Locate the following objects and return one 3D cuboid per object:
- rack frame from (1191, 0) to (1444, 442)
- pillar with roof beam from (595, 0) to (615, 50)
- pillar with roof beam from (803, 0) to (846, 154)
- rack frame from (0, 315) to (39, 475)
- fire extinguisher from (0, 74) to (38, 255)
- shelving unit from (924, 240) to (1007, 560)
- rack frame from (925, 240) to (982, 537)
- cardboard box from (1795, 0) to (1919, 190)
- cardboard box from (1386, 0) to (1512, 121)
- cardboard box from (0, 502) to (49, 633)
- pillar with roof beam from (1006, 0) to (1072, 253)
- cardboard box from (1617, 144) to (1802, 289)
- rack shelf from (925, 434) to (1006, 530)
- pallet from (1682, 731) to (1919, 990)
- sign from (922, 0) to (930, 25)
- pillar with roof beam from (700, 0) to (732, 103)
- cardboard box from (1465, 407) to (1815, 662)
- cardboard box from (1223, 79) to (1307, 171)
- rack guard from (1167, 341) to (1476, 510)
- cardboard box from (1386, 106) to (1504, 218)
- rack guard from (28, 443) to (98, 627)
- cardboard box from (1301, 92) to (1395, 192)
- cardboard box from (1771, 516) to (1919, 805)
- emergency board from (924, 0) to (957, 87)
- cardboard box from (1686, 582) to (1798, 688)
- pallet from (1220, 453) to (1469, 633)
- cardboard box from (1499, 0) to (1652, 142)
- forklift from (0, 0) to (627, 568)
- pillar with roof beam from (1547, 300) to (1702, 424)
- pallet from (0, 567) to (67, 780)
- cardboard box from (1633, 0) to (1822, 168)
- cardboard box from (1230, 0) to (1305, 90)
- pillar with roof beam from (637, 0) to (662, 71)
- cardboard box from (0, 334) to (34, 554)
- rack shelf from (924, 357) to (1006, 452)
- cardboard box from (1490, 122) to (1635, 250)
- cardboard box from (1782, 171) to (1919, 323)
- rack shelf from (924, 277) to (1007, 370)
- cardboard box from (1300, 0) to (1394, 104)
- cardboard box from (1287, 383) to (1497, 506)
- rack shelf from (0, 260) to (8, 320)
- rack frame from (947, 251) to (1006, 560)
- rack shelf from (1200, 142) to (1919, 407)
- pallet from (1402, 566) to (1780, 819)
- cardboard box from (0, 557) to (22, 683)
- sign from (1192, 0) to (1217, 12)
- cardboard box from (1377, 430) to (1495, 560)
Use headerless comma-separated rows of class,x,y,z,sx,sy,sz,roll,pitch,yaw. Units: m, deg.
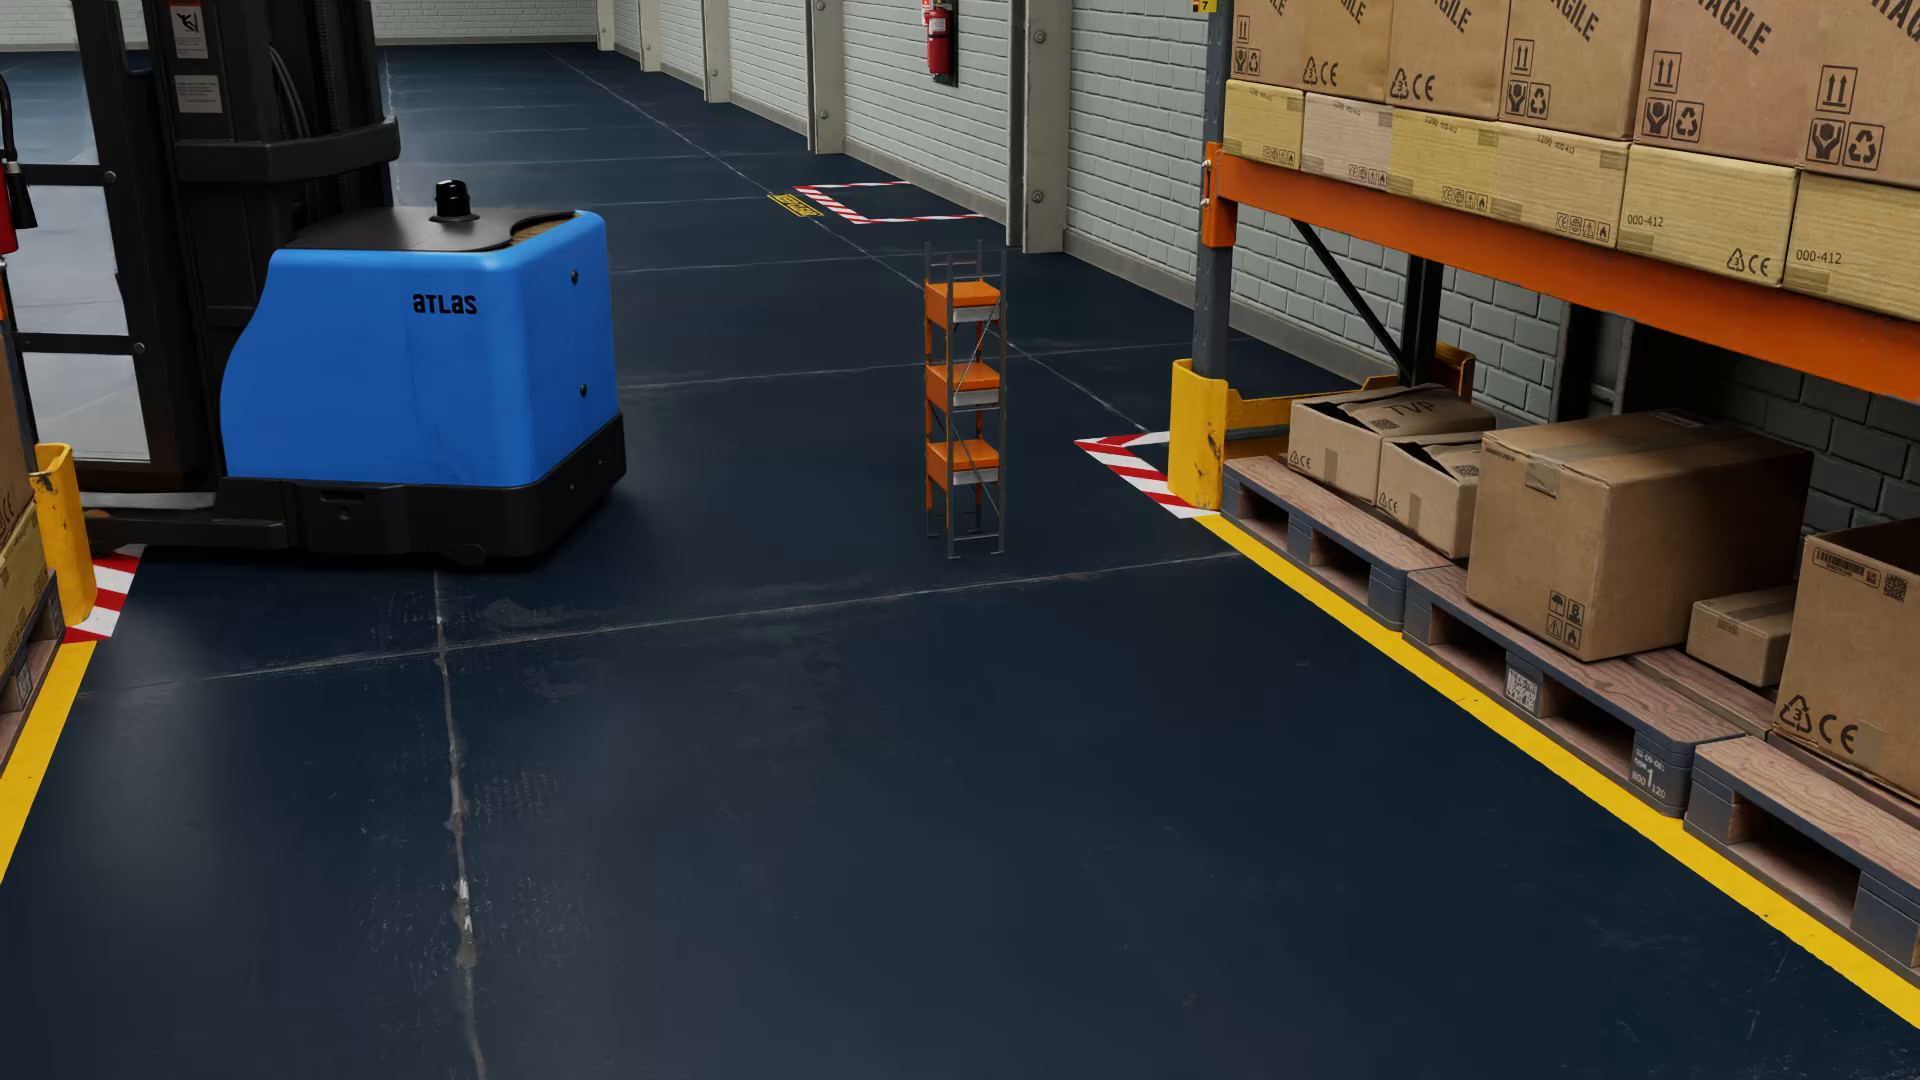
rack frame,1.376,-1.658,6.095,1.000,3.000,0.127,-6,21,-17
pillar with roof beam,-11.099,-13.518,30.241,9.100,9.000,0.400,-6,21,-17
pillar with roof beam,-5.441,-7.742,14.159,9.100,9.000,0.400,-6,21,-17
rack frame,-3.326,-1.130,4.626,1.000,3.000,0.127,-6,21,-17
fire extinguisher,-2.922,-1.181,4.882,0.296,0.674,0.183,-6,21,-17
shelving unit,0.017,-0.477,5.691,0.215,1.050,0.252,-6,21,-17
rack frame,-0.022,-0.516,5.800,0.200,1.050,0.008,-6,21,-17
cardboard box,2.029,-0.944,3.192,0.500,0.500,0.500,-7,21,-18
cardboard box,1.543,-1.438,4.567,0.500,0.500,0.500,-7,21,-19
cardboard box,-2.877,0.107,4.628,0.500,0.250,0.500,-6,21,-17
pillar with roof beam,-3.556,-5.817,8.798,9.100,9.000,0.400,-6,21,-17
cardboard box,1.875,-0.753,3.769,0.500,0.250,0.500,-7,21,-18
rack shelf,0.017,-0.205,5.789,0.215,0.259,0.240,-6,21,-17
pallet,2.388,0.726,3.582,1.003,0.211,1.213,-6,21,-17
sign,-0.285,-4.453,13.824,0.001,0.329,0.234,-6,21,-17
pillar with roof beam,-7.327,-9.667,19.520,9.100,9.000,0.400,-6,21,-17
cardboard box,1.870,-0.033,4.619,0.700,0.500,0.500,-8,21,-21
cardboard box,1.228,-1.406,5.587,0.500,0.250,0.500,-7,21,-19
rack guard,1.400,-0.457,6.450,1.175,0.500,0.348,-6,21,-17
cardboard box,1.559,-1.077,4.670,0.500,0.250,0.500,-7,21,-18
rack guard,-3.333,0.038,5.070,1.175,0.500,0.348,-6,21,-17
cardboard box,1.405,-1.241,5.127,0.500,0.250,0.500,-7,21,-19
cardboard box,2.269,0.266,3.785,0.500,0.500,0.500,-8,21,-21
emergency board,-0.209,-4.248,13.305,0.194,1.169,0.643,-6,21,-17
cardboard box,2.149,0.245,4.364,0.380,0.149,0.250,-8,21,-22
pallet,1.622,-0.057,5.762,1.003,0.211,1.213,-6,21,-17
cardboard box,1.716,-1.274,4.109,0.500,0.500,0.500,-6,21,-16
forklift,-2.845,-1.490,5.728,3.031,2.935,1.130,2,20,7
pillar with roof beam,-1.670,-3.891,3.438,9.100,9.000,0.400,-6,21,-17
pallet,-3.045,0.423,4.427,1.003,0.211,1.213,-6,21,-17
cardboard box,1.881,-1.107,3.645,0.500,0.500,0.500,-7,21,-19
cardboard box,1.241,-1.765,5.475,0.500,0.500,0.500,-6,21,-17
pillar with roof beam,-9.213,-11.593,24.880,9.100,9.000,0.400,-6,21,-17
cardboard box,-2.875,-0.246,4.502,0.500,0.500,0.500,-6,21,-17
rack shelf,0.017,-0.467,5.695,0.215,0.259,0.240,-6,21,-17
cardboard box,1.716,-0.915,4.218,0.500,0.250,0.500,-6,21,-17
cardboard box,2.048,-0.594,3.324,0.500,0.250,0.500,-6,21,-17
rack shelf,0.017,-0.734,5.599,0.215,0.259,0.240,-6,21,-17
cardboard box,1.386,-1.605,5.030,0.500,0.500,0.500,-6,21,-17
cardboard box,1.508,-0.368,5.830,0.500,0.311,0.500,-9,22,-23
rack shelf,-2.697,-0.150,2.961,1.077,0.370,4.000,-6,21,-17
rack frame,0.055,-0.438,5.582,0.200,1.050,0.008,-6,21,-17
rack shelf,2.004,-0.678,4.430,1.077,0.370,4.000,-6,21,-17
pallet,2.001,0.334,4.674,1.003,0.211,1.213,-6,21,-17
cardboard box,-2.708,0.266,4.185,0.500,0.250,0.500,-6,21,-17
sign,0.861,-2.008,5.788,0.100,0.325,0.005,-6,21,-17
cardboard box,1.687,-0.185,5.321,0.500,0.311,0.500,-5,20,-13
